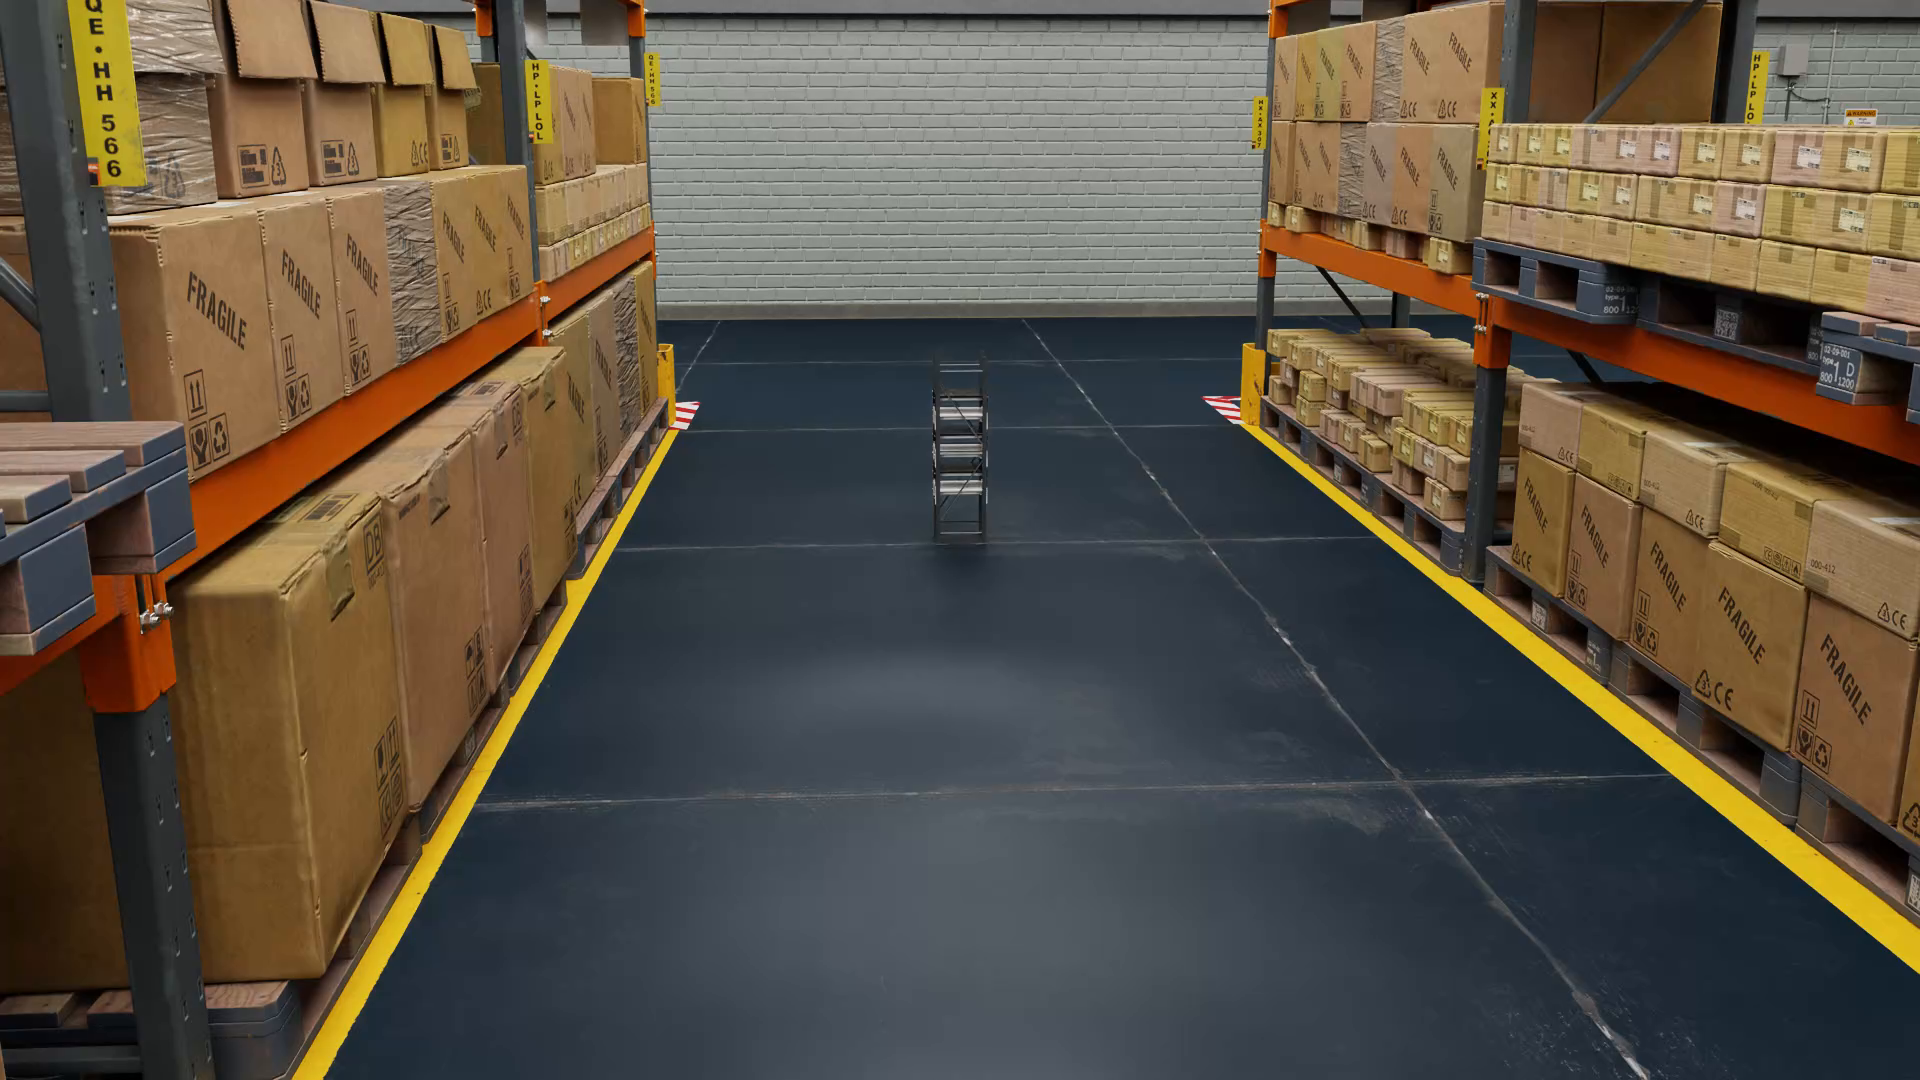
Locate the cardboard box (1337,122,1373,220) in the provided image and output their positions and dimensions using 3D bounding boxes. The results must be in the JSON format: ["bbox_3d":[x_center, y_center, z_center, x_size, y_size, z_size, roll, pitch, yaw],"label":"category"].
[{"bbox_3d":[2.340,-1.967,8.856,0.500,0.500,0.500,-1,14,-5],"label":"cardboard box"}]

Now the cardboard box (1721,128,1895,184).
[{"bbox_3d":[2.403,-1.089,4.706,0.380,0.149,0.250,0,14,-1],"label":"cardboard box"}]

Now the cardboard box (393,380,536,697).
[{"bbox_3d":[-2.120,-0.019,5.503,1.225,0.875,0.875,-1,14,-5],"label":"cardboard box"}]

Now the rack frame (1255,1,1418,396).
[{"bbox_3d":[2.474,-2.272,10.838,1.000,3.000,0.127,-1,14,-3],"label":"rack frame"}]

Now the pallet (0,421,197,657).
[{"bbox_3d":[-1.837,0.037,2.247,1.213,0.211,1.003,-1,14,-3],"label":"pallet"}]

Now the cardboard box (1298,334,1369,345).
[{"bbox_3d":[2.304,-1.181,10.281,0.380,0.149,0.250,-1,14,-2],"label":"cardboard box"}]

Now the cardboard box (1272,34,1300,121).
[{"bbox_3d":[2.236,-2.833,10.214,0.500,0.500,0.500,-1,14,-4],"label":"cardboard box"}]

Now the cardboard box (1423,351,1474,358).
[{"bbox_3d":[2.885,-0.998,9.571,0.380,0.149,0.250,0,14,-1],"label":"cardboard box"}]

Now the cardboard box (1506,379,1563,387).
[{"bbox_3d":[2.911,-0.738,8.559,0.380,0.149,0.250,-1,14,-2],"label":"cardboard box"}]

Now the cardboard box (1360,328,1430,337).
[{"bbox_3d":[2.759,-1.255,10.570,0.380,0.149,0.250,-1,14,-3],"label":"cardboard box"}]

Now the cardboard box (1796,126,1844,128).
[{"bbox_3d":[3.001,-1.293,5.499,0.380,0.149,0.250,-1,14,-5],"label":"cardboard box"}]

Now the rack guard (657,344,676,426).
[{"bbox_3d":[-2.485,-1.016,10.973,1.175,0.500,0.348,-1,14,-3],"label":"rack guard"}]

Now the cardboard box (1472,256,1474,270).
[{"bbox_3d":[2.470,-1.223,7.265,0.380,0.149,0.250,-1,14,-4],"label":"cardboard box"}]

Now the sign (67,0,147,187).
[{"bbox_3d":[-1.446,-0.764,2.813,0.100,0.325,0.005,-1,14,-3],"label":"sign"}]

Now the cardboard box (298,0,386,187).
[{"bbox_3d":[-2.102,-1.276,4.754,0.797,0.503,0.637,0,14,-2],"label":"cardboard box"}]

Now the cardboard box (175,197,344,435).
[{"bbox_3d":[-1.780,-0.533,3.877,0.500,0.500,0.500,-1,14,-5],"label":"cardboard box"}]

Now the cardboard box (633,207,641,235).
[{"bbox_3d":[-2.100,-1.888,9.850,0.380,0.149,0.250,-1,14,-3],"label":"cardboard box"}]

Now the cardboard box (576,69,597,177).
[{"bbox_3d":[-2.070,-2.036,8.117,0.500,0.500,0.500,-1,14,-5],"label":"cardboard box"}]

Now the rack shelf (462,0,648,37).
[{"bbox_3d":[-2.359,-2.828,8.421,1.077,0.370,4.000,-1,14,-3],"label":"rack shelf"}]

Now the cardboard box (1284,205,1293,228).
[{"bbox_3d":[2.224,-2.002,10.293,0.380,0.149,0.250,0,14,-1],"label":"cardboard box"}]

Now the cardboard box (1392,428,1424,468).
[{"bbox_3d":[2.321,-0.451,8.042,0.380,0.149,0.250,-1,14,-5],"label":"cardboard box"}]

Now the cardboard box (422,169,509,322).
[{"bbox_3d":[-1.910,-1.039,5.845,0.500,0.500,0.500,0,14,-2],"label":"cardboard box"}]

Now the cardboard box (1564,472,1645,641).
[{"bbox_3d":[2.537,0.049,5.989,0.500,0.500,0.500,0,14,-1],"label":"cardboard box"}]

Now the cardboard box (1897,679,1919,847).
[{"bbox_3d":[2.667,0.565,3.985,0.500,0.500,0.500,-1,14,-4],"label":"cardboard box"}]

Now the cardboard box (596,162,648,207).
[{"bbox_3d":[-2.188,-2.176,10.167,0.500,0.250,0.500,-1,14,-4],"label":"cardboard box"}]

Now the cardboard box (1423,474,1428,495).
[{"bbox_3d":[2.424,-0.258,7.889,0.380,0.149,0.250,0,14,-2],"label":"cardboard box"}]

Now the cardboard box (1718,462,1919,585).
[{"bbox_3d":[2.607,-0.057,4.896,0.500,0.250,0.500,-1,14,-2],"label":"cardboard box"}]

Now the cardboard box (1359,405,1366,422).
[{"bbox_3d":[2.398,-0.712,9.056,0.380,0.149,0.250,0,14,-1],"label":"cardboard box"}]

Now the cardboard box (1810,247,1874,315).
[{"bbox_3d":[2.438,-0.668,4.263,0.380,0.149,0.250,-1,14,-4],"label":"cardboard box"}]

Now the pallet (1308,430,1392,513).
[{"bbox_3d":[2.566,-0.398,9.148,1.003,0.211,1.213,-1,14,-3],"label":"pallet"}]

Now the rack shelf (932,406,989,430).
[{"bbox_3d":[0.000,-0.580,7.886,0.258,0.077,0.200,-1,14,-3],"label":"rack shelf"}]

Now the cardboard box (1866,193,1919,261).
[{"bbox_3d":[2.447,-0.756,4.009,0.380,0.149,0.250,-1,14,-2],"label":"cardboard box"}]

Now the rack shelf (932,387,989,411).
[{"bbox_3d":[0.000,-0.667,7.863,0.258,0.077,0.200,-1,14,-3],"label":"rack shelf"}]

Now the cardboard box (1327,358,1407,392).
[{"bbox_3d":[2.268,-0.921,9.269,0.380,0.149,0.250,-1,14,-3],"label":"cardboard box"}]

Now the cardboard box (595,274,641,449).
[{"bbox_3d":[-2.307,-1.011,9.357,0.875,0.875,0.875,-1,14,-3],"label":"cardboard box"}]

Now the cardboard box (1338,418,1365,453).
[{"bbox_3d":[2.296,-0.575,9.121,0.380,0.149,0.250,-1,14,-3],"label":"cardboard box"}]

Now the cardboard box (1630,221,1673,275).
[{"bbox_3d":[2.373,-0.929,5.280,0.380,0.149,0.250,-1,14,-4],"label":"cardboard box"}]

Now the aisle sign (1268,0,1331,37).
[{"bbox_3d":[2.170,-3.545,10.567,0.394,0.787,0.004,-1,14,-3],"label":"aisle sign"}]

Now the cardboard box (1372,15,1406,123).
[{"bbox_3d":[2.367,-2.323,8.231,0.500,0.500,0.500,-1,14,-2],"label":"cardboard box"}]

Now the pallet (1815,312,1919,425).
[{"bbox_3d":[2.819,-0.365,3.812,1.213,0.211,1.003,-1,14,-3],"label":"pallet"}]

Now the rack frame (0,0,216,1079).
[{"bbox_3d":[-1.984,-0.231,2.906,0.949,2.616,0.053,-1,14,-3],"label":"rack frame"}]

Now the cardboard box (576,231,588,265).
[{"bbox_3d":[-1.973,-1.379,7.872,0.380,0.149,0.250,-1,14,-5],"label":"cardboard box"}]

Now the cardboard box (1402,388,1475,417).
[{"bbox_3d":[2.423,-0.663,8.269,0.380,0.149,0.250,0,14,-2],"label":"cardboard box"}]

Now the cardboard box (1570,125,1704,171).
[{"bbox_3d":[2.336,-1.347,5.710,0.380,0.149,0.250,-1,14,-4],"label":"cardboard box"}]

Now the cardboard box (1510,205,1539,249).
[{"bbox_3d":[2.310,-1.185,6.275,0.380,0.149,0.250,-1,14,-3],"label":"cardboard box"}]

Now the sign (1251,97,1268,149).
[{"bbox_3d":[1.932,-2.683,10.697,0.100,0.325,0.005,-1,14,-3],"label":"sign"}]

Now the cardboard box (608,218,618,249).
[{"bbox_3d":[-2.038,-1.636,8.867,0.380,0.149,0.250,-1,14,-2],"label":"cardboard box"}]

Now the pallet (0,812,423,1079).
[{"bbox_3d":[-1.961,0.922,4.019,1.003,0.211,1.213,-1,14,-3],"label":"pallet"}]

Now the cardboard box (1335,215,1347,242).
[{"bbox_3d":[2.319,-1.743,9.284,0.380,0.149,0.250,-1,14,-5],"label":"cardboard box"}]

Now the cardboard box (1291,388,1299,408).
[{"bbox_3d":[2.284,-0.896,10.367,0.380,0.149,0.250,-1,14,-4],"label":"cardboard box"}]

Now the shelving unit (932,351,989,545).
[{"bbox_3d":[0.000,-0.438,7.922,0.258,0.900,0.210,-1,14,-3],"label":"shelving unit"}]

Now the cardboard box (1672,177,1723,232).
[{"bbox_3d":[2.386,-1.009,4.994,0.380,0.149,0.250,-1,14,-5],"label":"cardboard box"}]

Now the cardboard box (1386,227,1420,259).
[{"bbox_3d":[2.350,-1.485,8.281,0.380,0.149,0.250,-2,15,-6],"label":"cardboard box"}]

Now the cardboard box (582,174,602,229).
[{"bbox_3d":[-2.067,-1.671,8.205,0.500,0.250,0.500,-1,14,-2],"label":"cardboard box"}]

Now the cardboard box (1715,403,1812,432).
[{"bbox_3d":[3.038,-0.324,5.935,0.500,0.250,0.500,0,14,-1],"label":"cardboard box"}]

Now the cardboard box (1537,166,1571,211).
[{"bbox_3d":[2.321,-1.270,6.005,0.380,0.149,0.250,-1,14,-2],"label":"cardboard box"}]
